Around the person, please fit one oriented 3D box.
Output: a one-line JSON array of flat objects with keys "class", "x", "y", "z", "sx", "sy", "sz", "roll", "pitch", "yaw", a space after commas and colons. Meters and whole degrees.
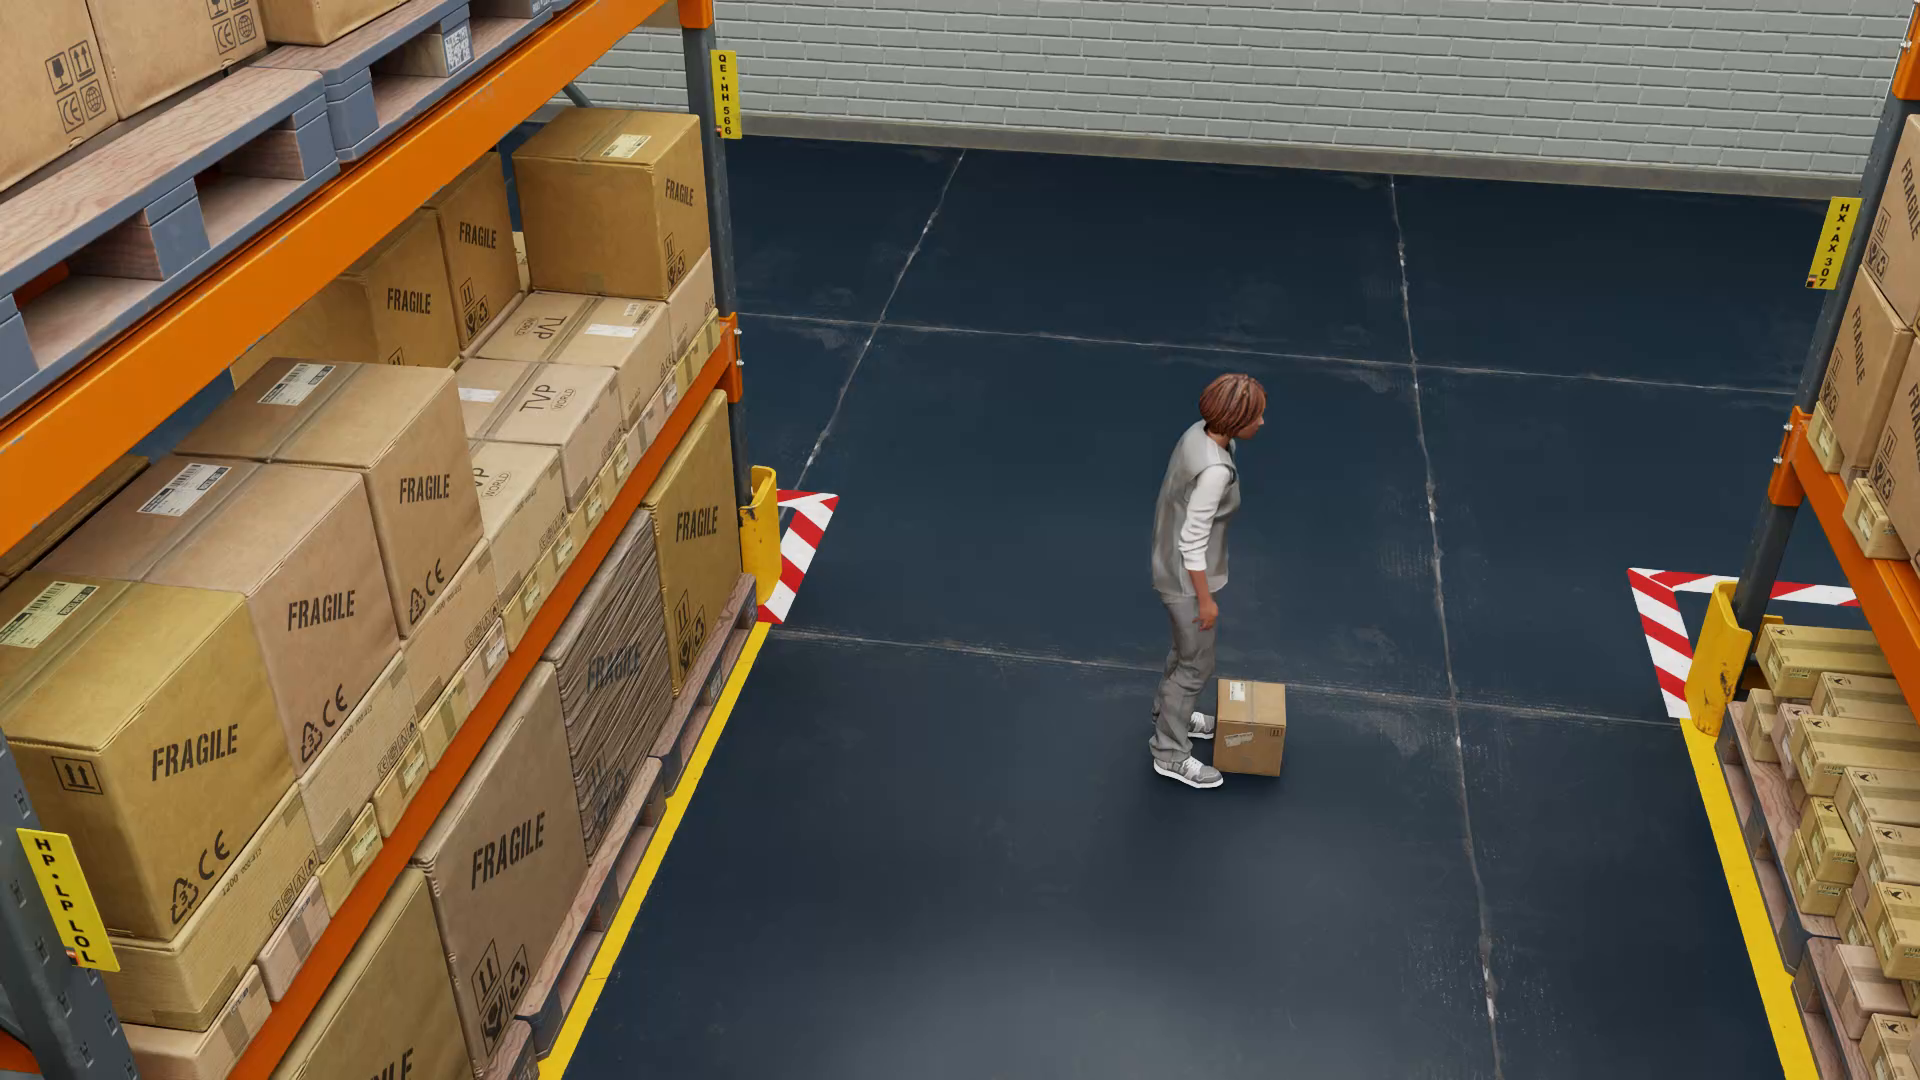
[{"class": "person", "x": 0.855, "y": 0.229, "z": 6.016, "sx": 0.318, "sy": 1.352, "sz": 0.473, "roll": 5, "pitch": 33, "yaw": 7}]
